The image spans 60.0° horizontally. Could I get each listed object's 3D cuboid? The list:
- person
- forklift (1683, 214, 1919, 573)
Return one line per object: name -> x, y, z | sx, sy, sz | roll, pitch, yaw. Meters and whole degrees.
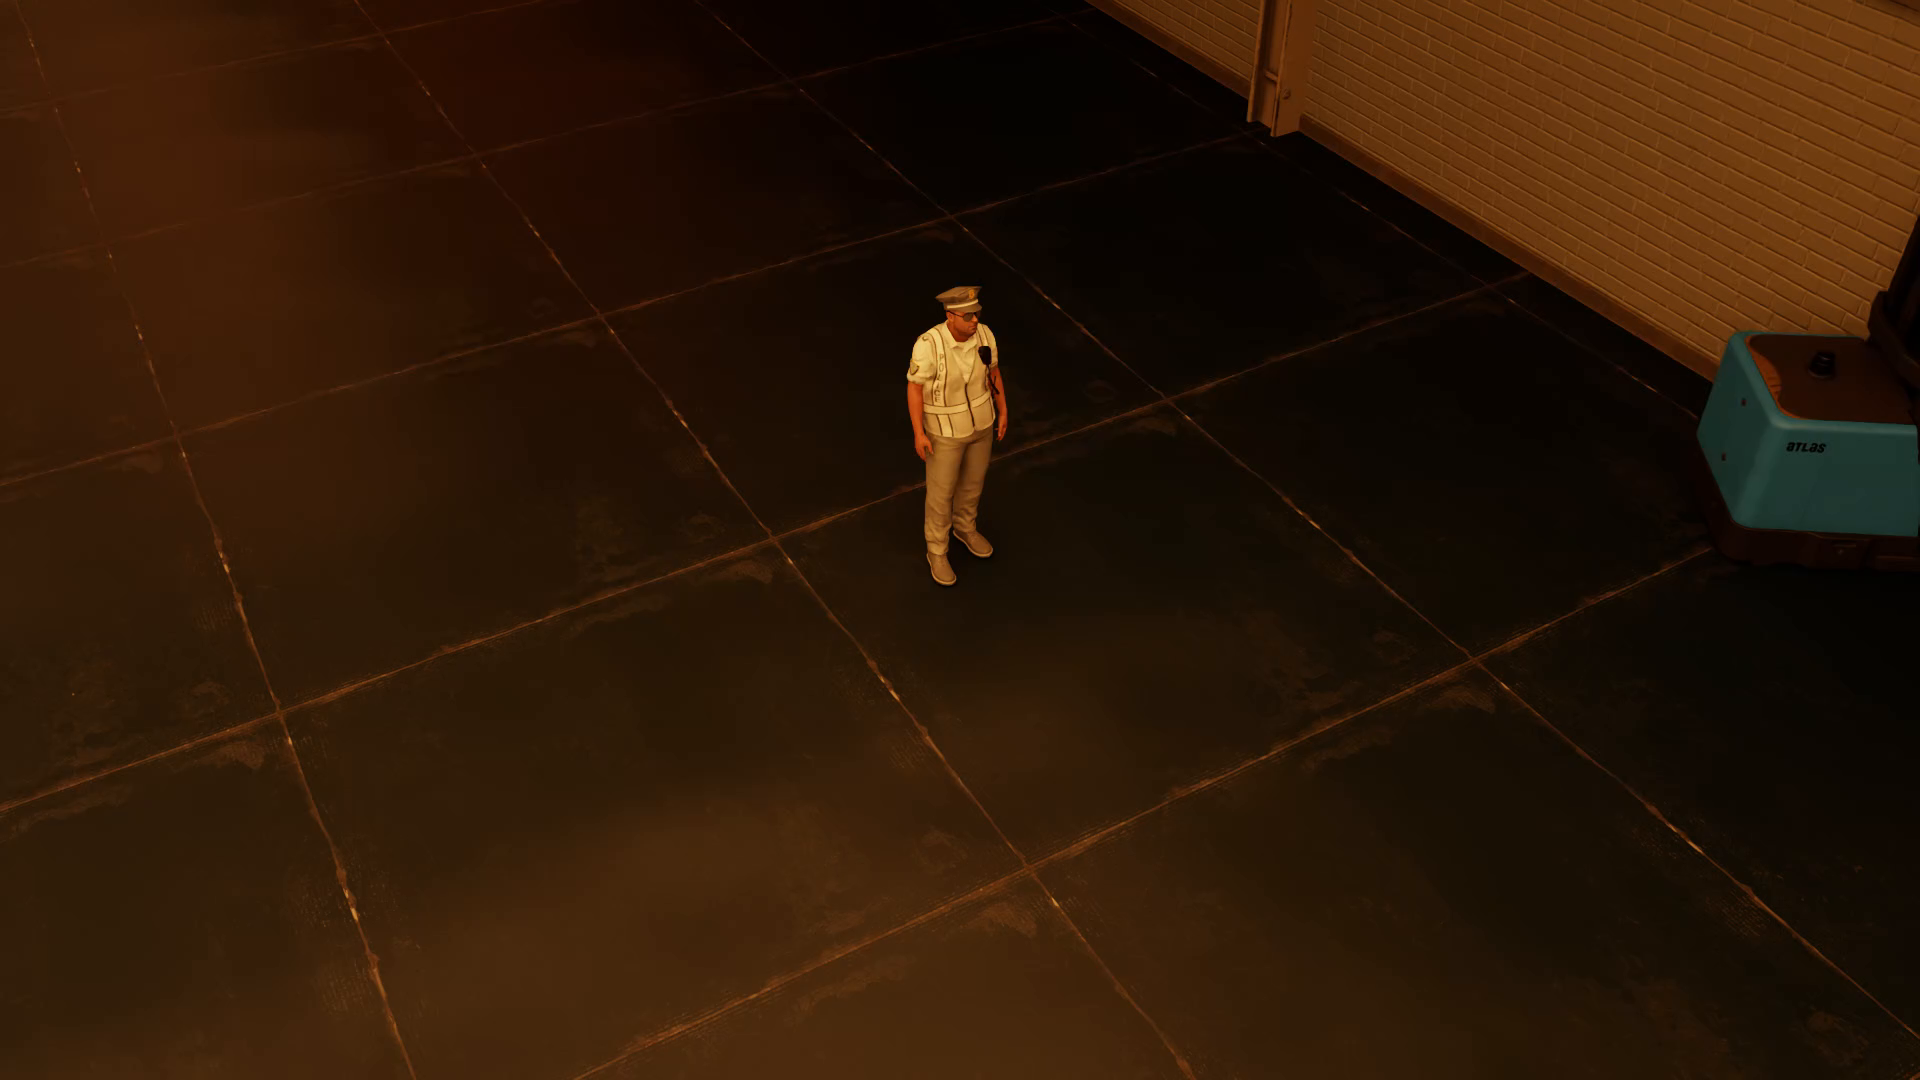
person -> 0.028, -0.645, 9.702 | 0.640, 1.781, 0.575 | -20, 44, -23
forklift -> 6.174, -1.207, 9.492 | 3.031, 2.935, 1.130 | 3, 40, 4
